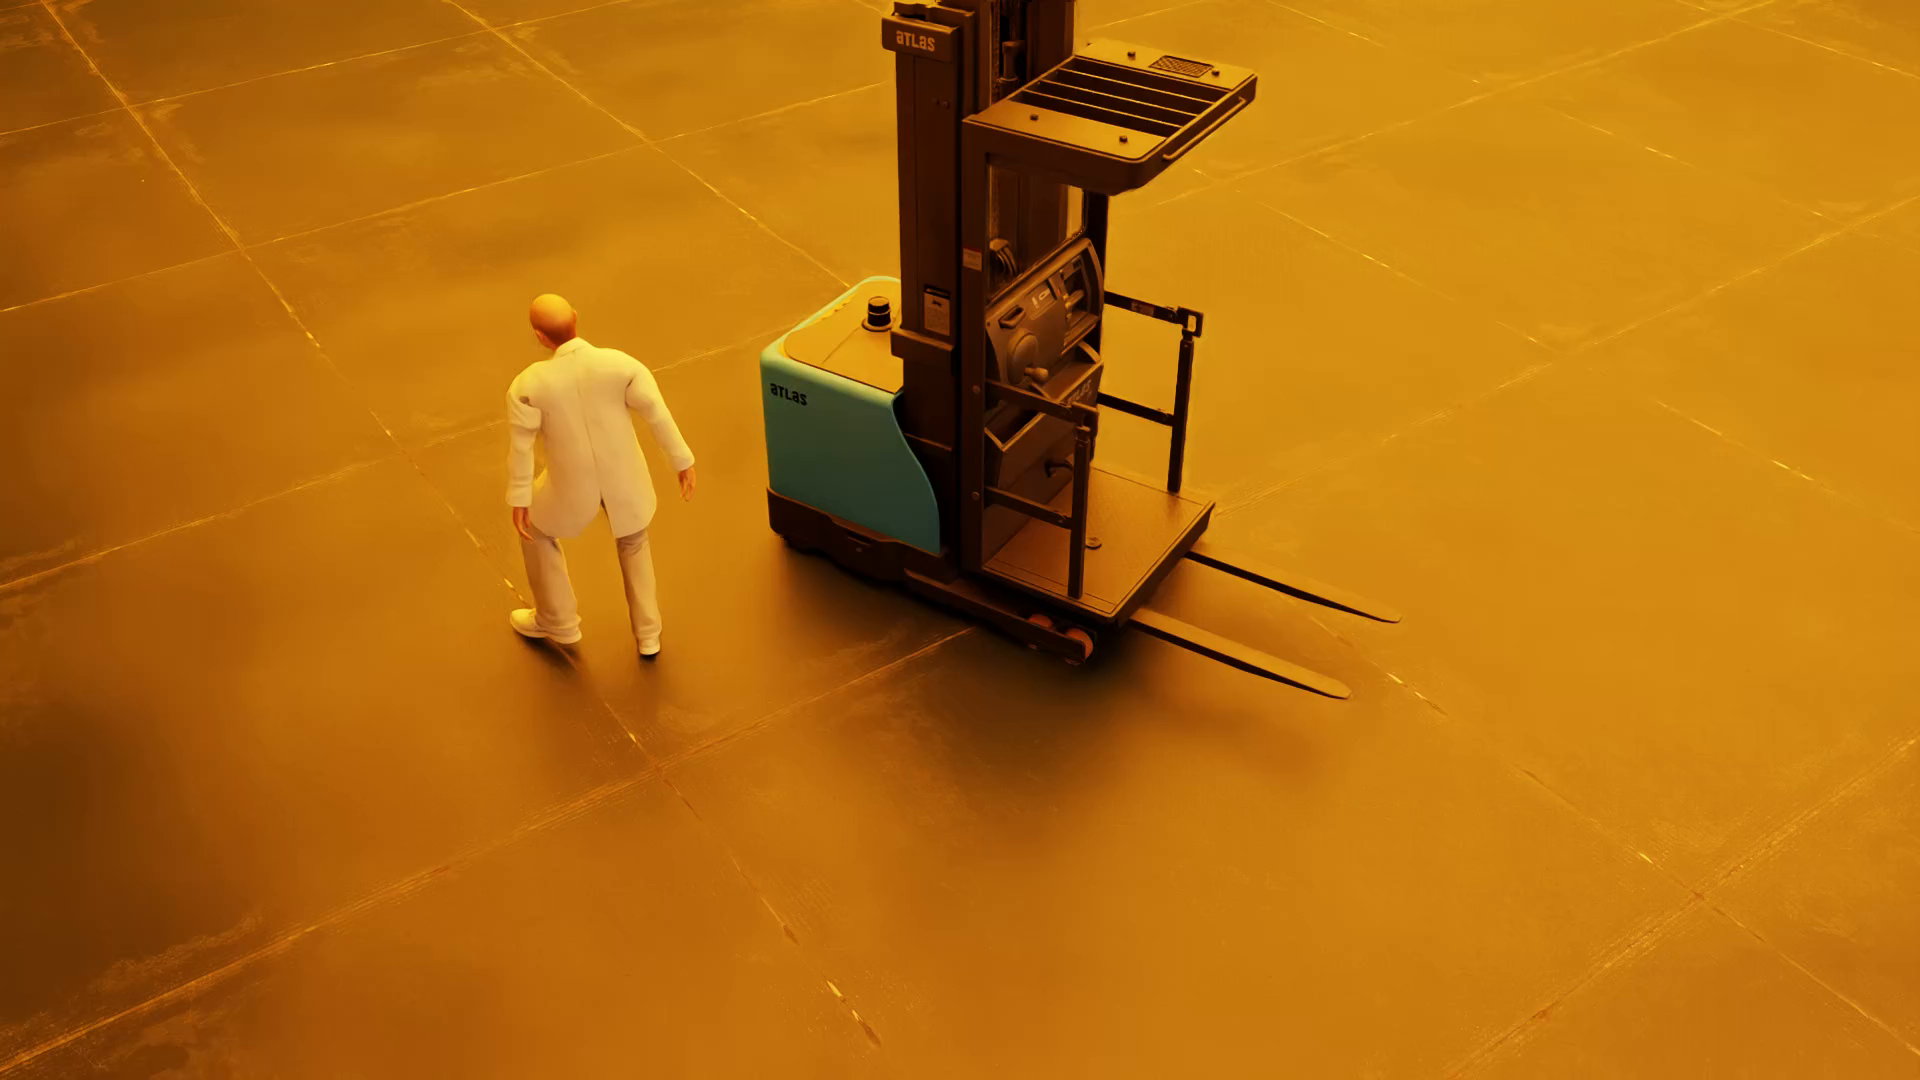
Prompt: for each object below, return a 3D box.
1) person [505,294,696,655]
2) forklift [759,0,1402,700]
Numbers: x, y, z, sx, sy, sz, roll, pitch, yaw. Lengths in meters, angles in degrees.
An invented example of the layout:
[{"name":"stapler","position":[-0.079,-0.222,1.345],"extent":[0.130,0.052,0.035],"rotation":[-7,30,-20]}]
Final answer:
[{"name":"person","position":[-1.627,-0.257,7.314],"extent":[0.911,1.748,0.489],"rotation":[-11,38,-14]},{"name":"forklift","position":[0.556,-0.969,7.255],"extent":[3.031,2.935,1.130],"rotation":[21,41,26]}]
